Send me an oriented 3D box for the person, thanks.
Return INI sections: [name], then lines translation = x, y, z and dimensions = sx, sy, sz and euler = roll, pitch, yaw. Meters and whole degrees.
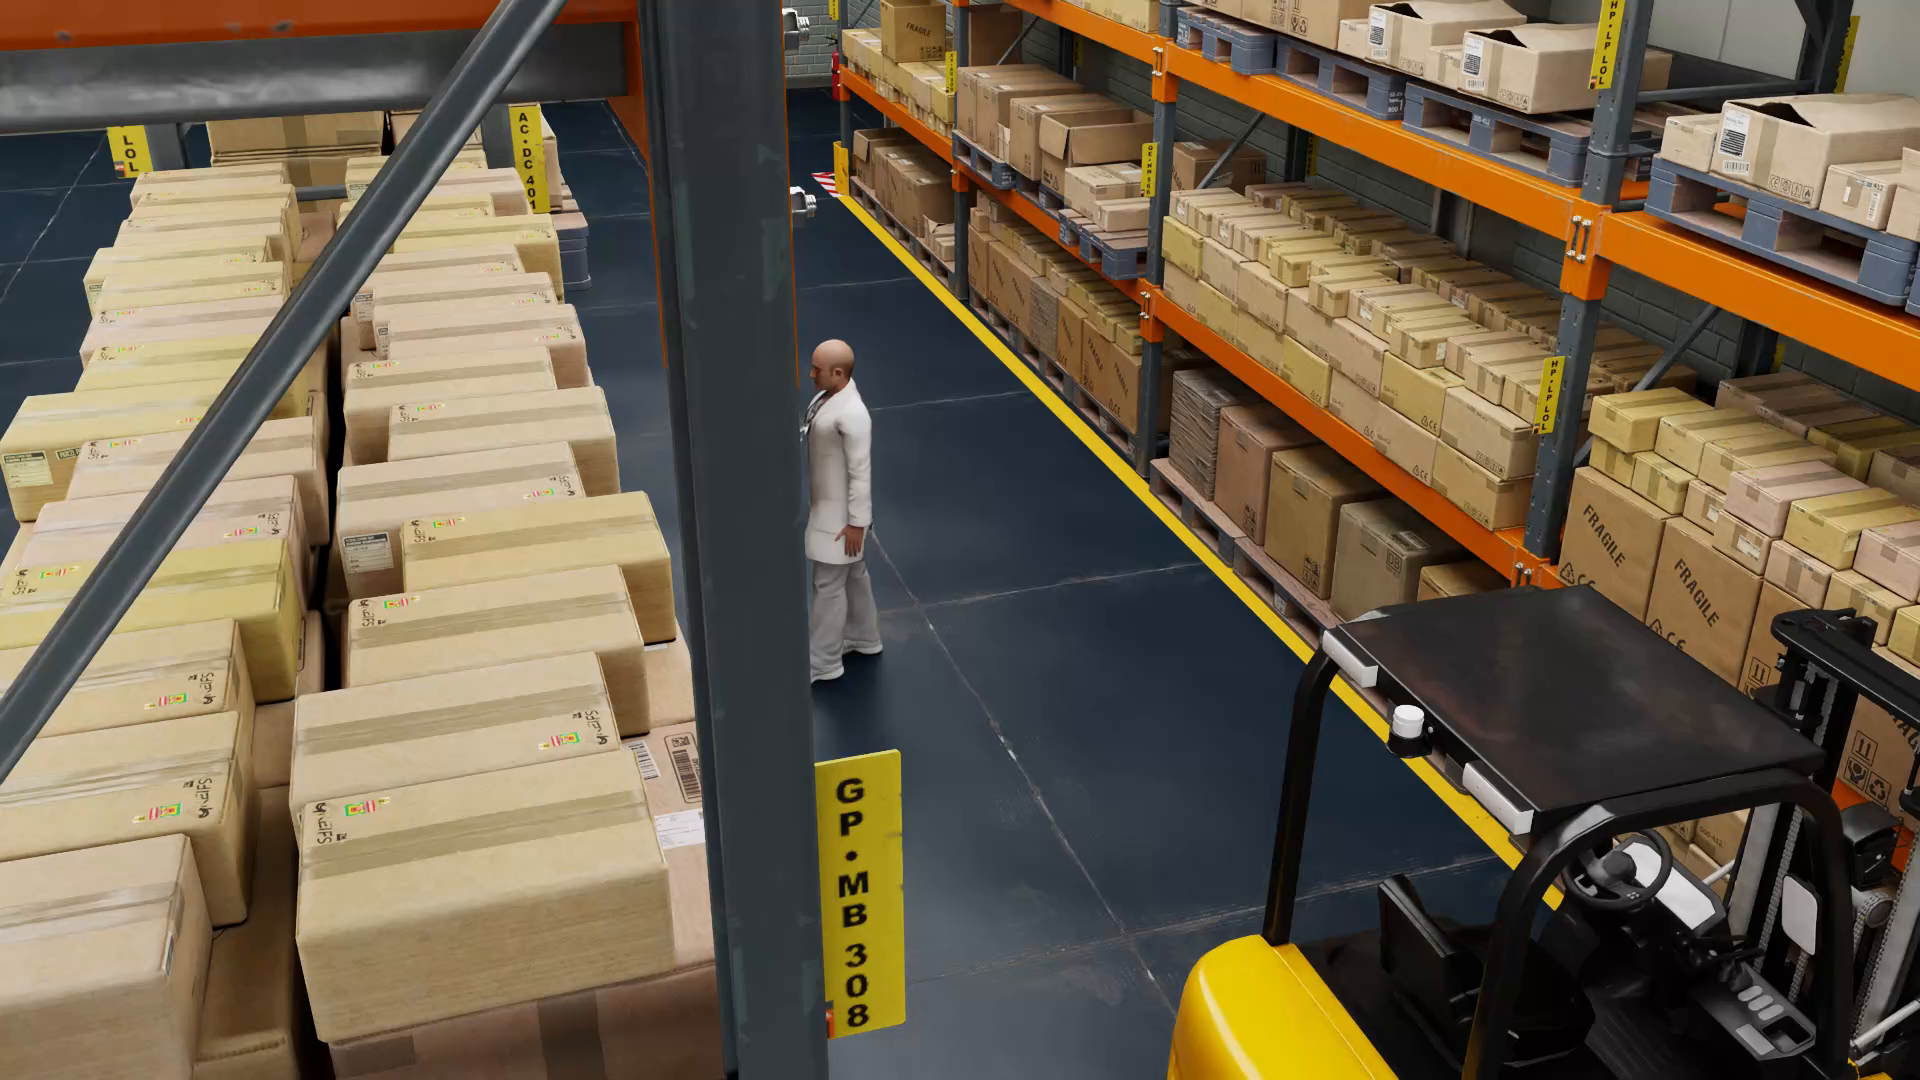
[person]
translation = -0.709, -0.164, 8.451
dimensions = 0.611, 1.785, 0.635
euler = -5, 26, -10
